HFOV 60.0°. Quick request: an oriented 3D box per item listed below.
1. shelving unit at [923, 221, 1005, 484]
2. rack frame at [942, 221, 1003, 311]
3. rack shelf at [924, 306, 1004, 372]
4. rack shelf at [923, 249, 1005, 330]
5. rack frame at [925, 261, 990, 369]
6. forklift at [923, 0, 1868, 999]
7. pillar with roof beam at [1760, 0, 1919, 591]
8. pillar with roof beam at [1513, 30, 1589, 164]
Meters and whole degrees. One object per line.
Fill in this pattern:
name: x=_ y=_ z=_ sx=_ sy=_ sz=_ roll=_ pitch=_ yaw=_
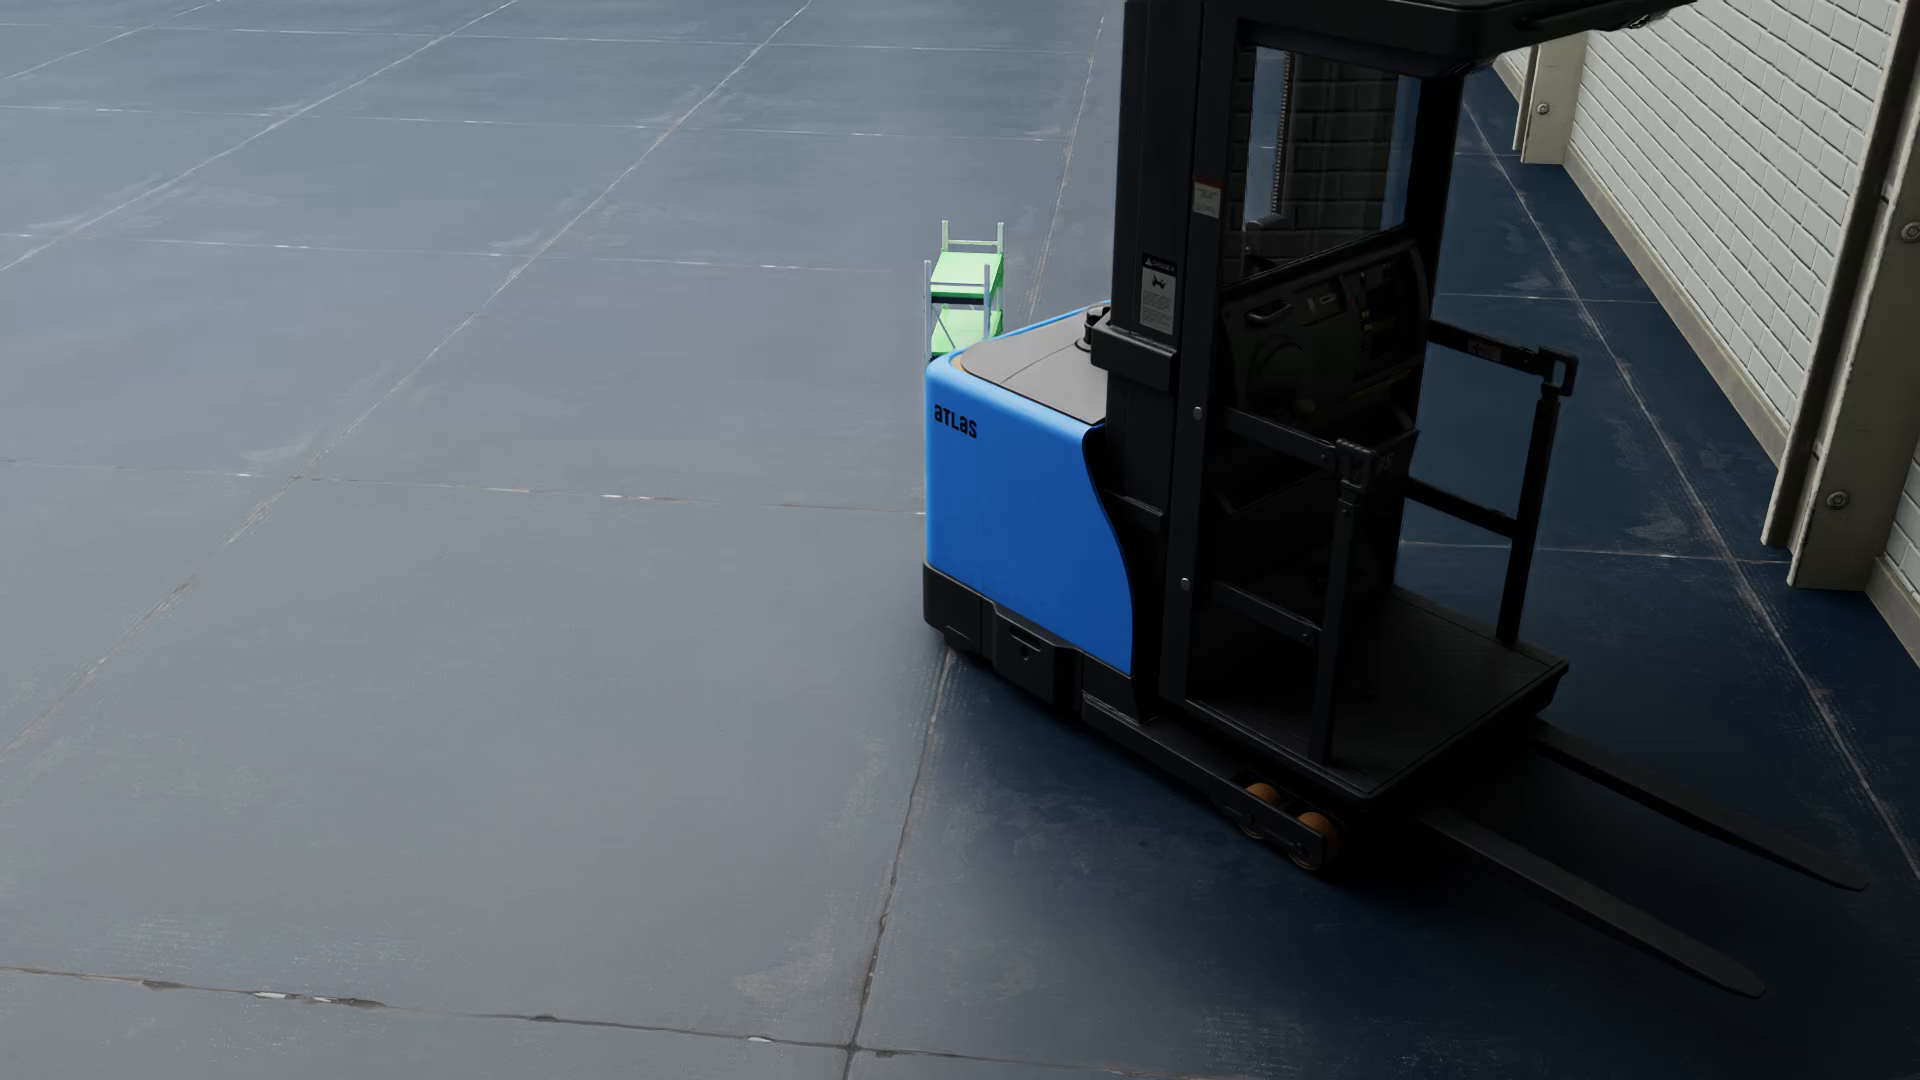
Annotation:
shelving unit: x=0.020 y=-0.606 z=6.610 sx=0.258 sy=1.200 sz=0.503 roll=3 pitch=28 yaw=6
rack frame: x=0.050 y=-0.721 z=6.823 sx=0.240 sy=1.200 sz=0.015 roll=3 pitch=28 yaw=6
rack shelf: x=0.020 y=-0.761 z=6.527 sx=0.258 sy=0.148 sz=0.480 roll=3 pitch=28 yaw=6
rack shelf: x=0.020 y=-0.972 z=6.413 sx=0.258 sy=0.148 sz=0.480 roll=3 pitch=28 yaw=6
rack frame: x=-0.010 y=-0.491 z=6.397 sx=0.240 sy=1.200 sz=0.015 roll=3 pitch=28 yaw=6
forklift: x=1.225 y=-0.587 z=4.750 sx=1.130 sy=2.935 sz=3.031 roll=-23 pitch=36 yaw=-36
pillar with roof beam: x=-0.891 y=-4.115 z=4.901 sx=9.100 sy=9.000 sz=0.400 roll=3 pitch=28 yaw=6
pillar with roof beam: x=-0.156 y=-6.940 z=10.143 sx=9.100 sy=9.000 sz=0.400 roll=3 pitch=28 yaw=6
